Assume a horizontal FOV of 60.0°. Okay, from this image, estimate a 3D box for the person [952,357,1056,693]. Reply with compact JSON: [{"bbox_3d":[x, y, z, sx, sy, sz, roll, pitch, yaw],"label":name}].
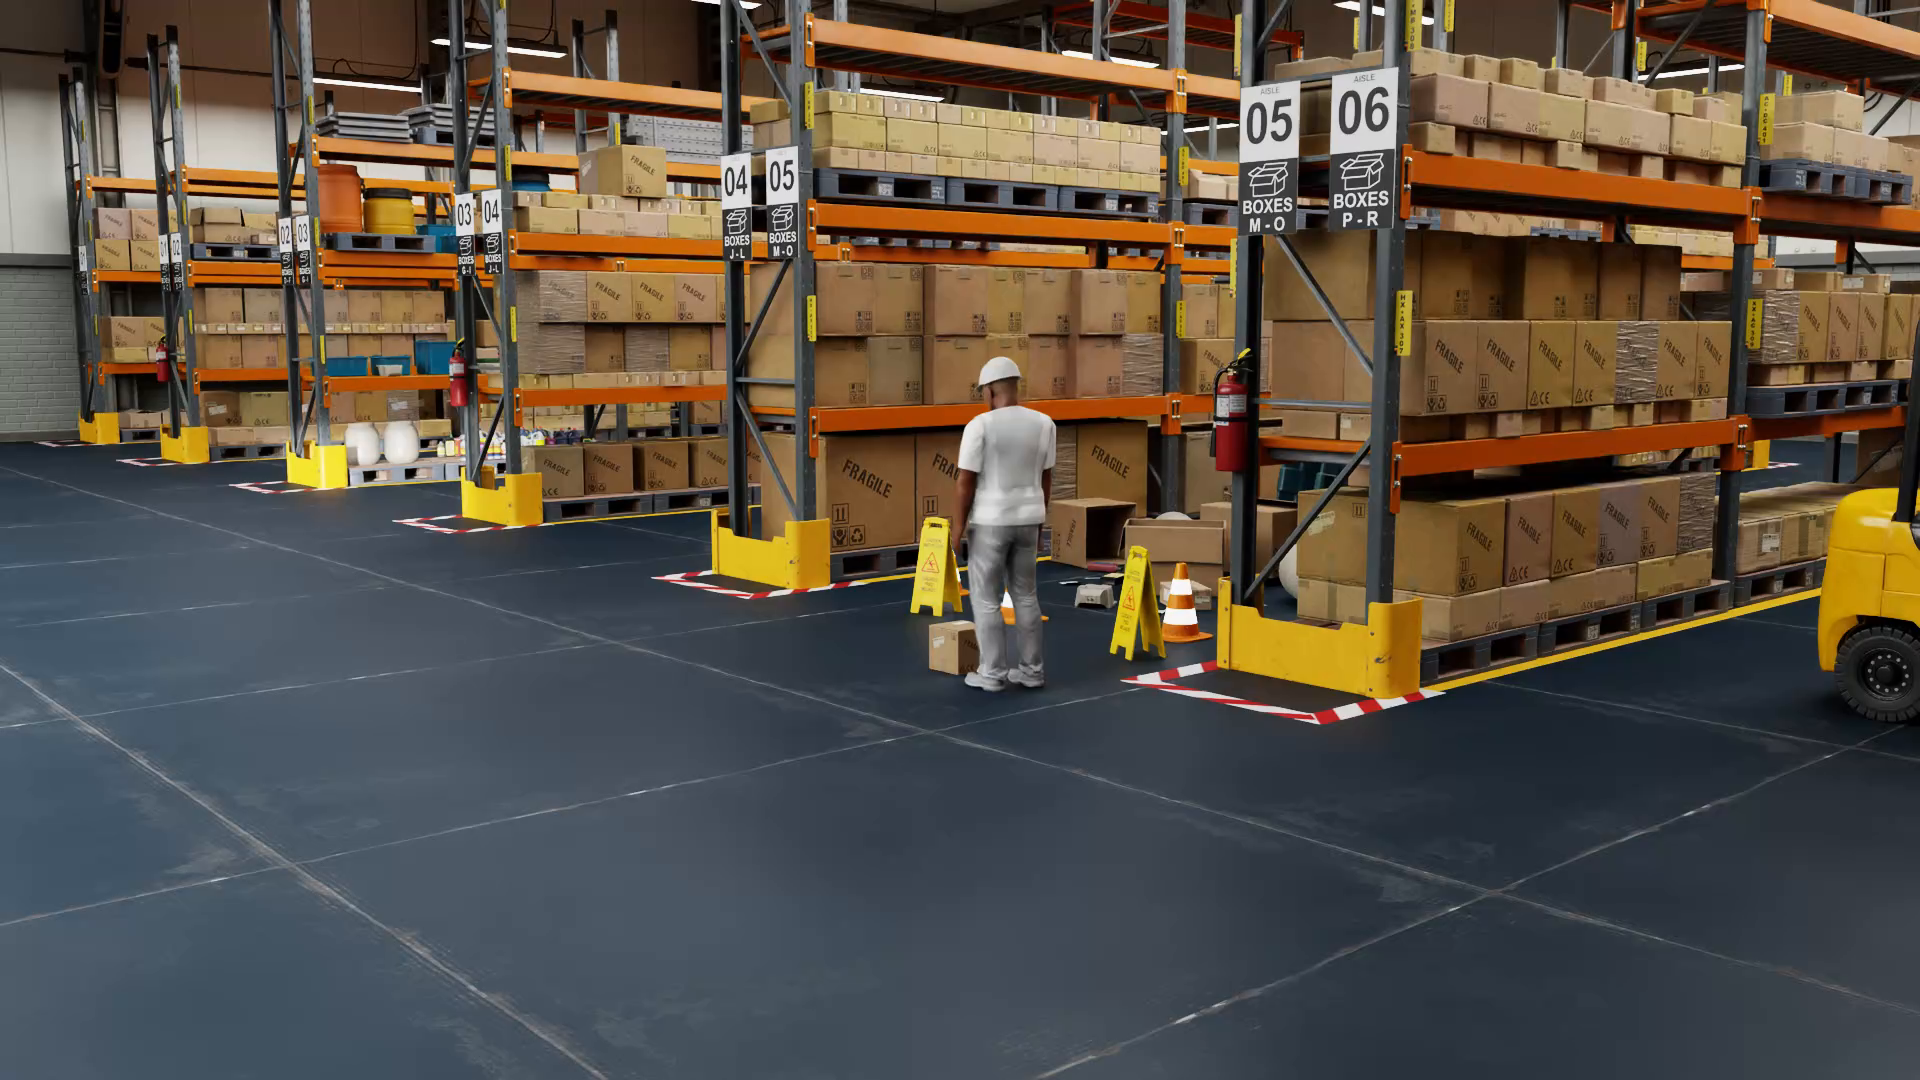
[{"bbox_3d":[0.227,-0.085,8.820,0.568,1.761,0.368,-4,8,-28],"label":"person"}]
